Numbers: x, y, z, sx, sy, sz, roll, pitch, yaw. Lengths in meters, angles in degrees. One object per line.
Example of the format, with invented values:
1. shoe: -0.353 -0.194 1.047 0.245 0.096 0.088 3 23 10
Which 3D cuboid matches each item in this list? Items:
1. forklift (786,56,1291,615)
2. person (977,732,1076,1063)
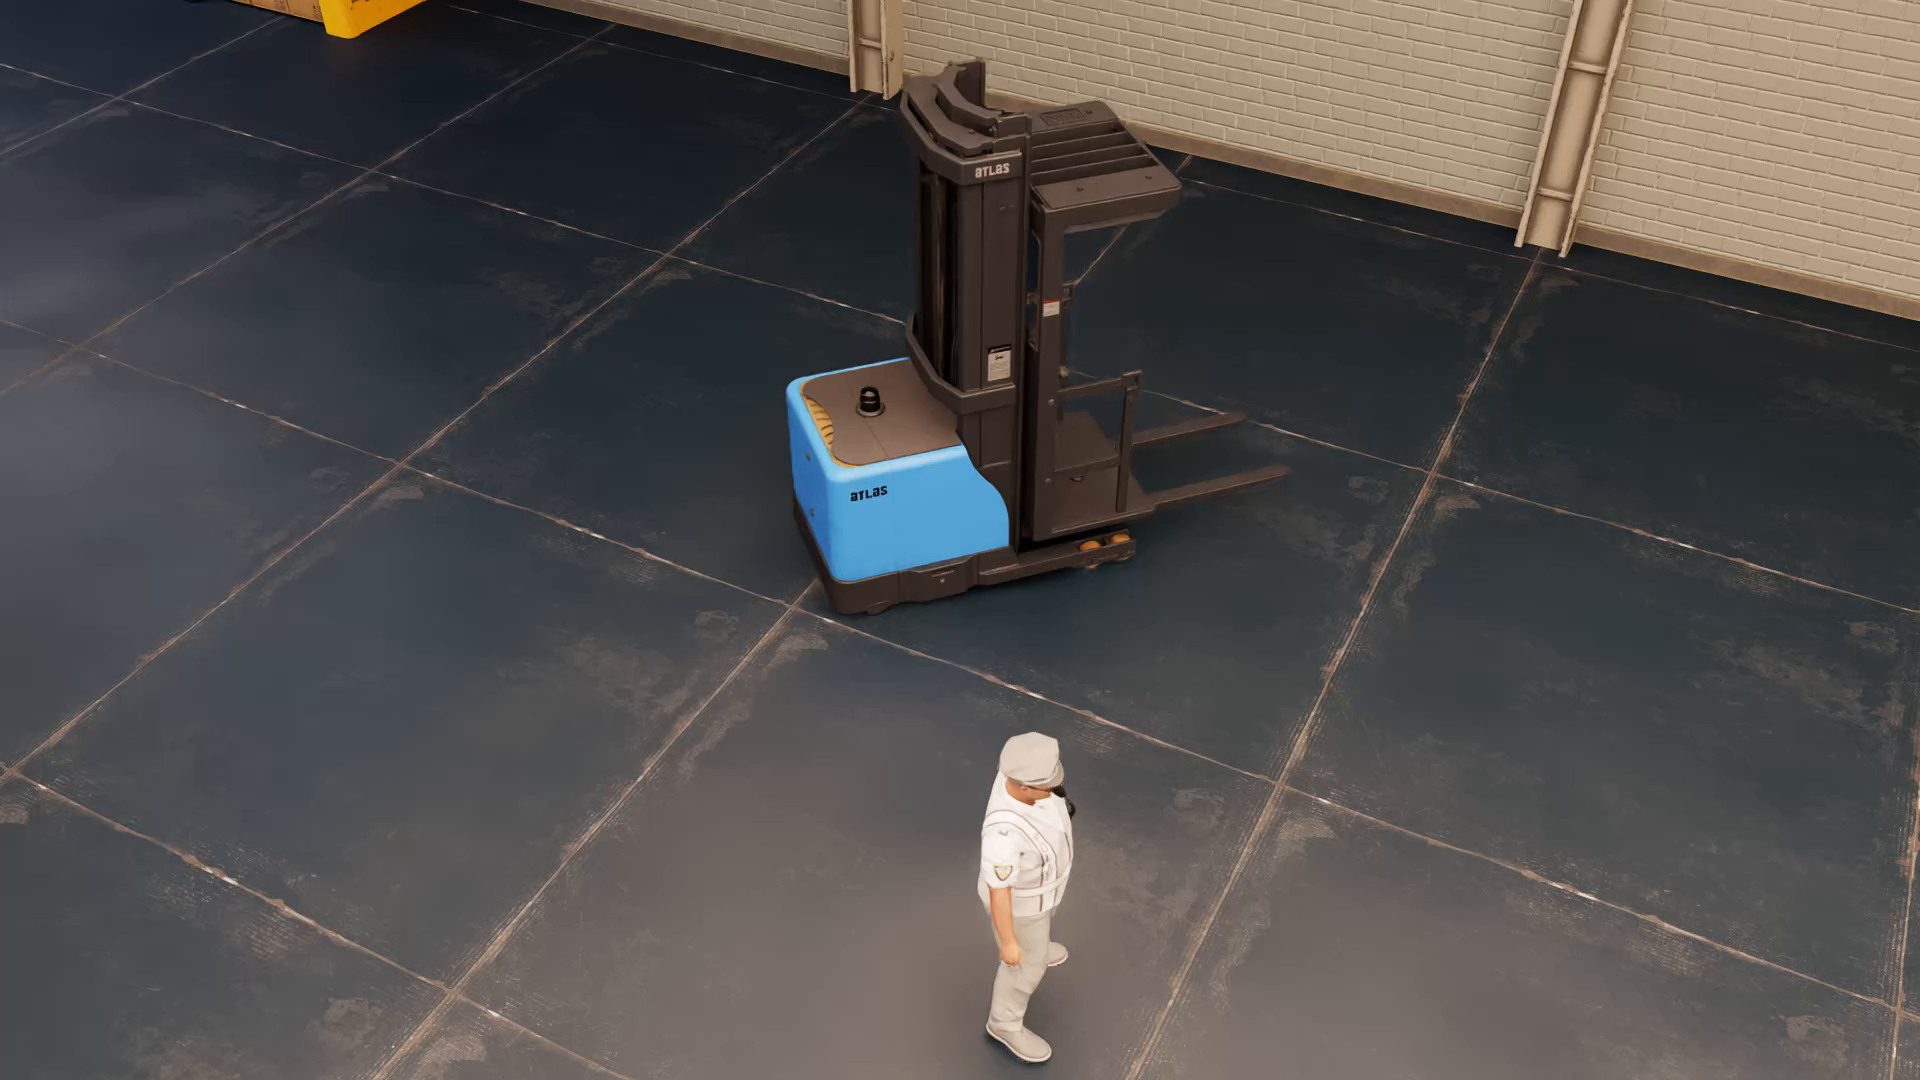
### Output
1. forklift: 0.542 -1.259 9.482 3.031 2.935 1.130 -13 42 -15
2. person: 0.275 1.485 7.154 0.393 1.751 0.702 7 41 9
